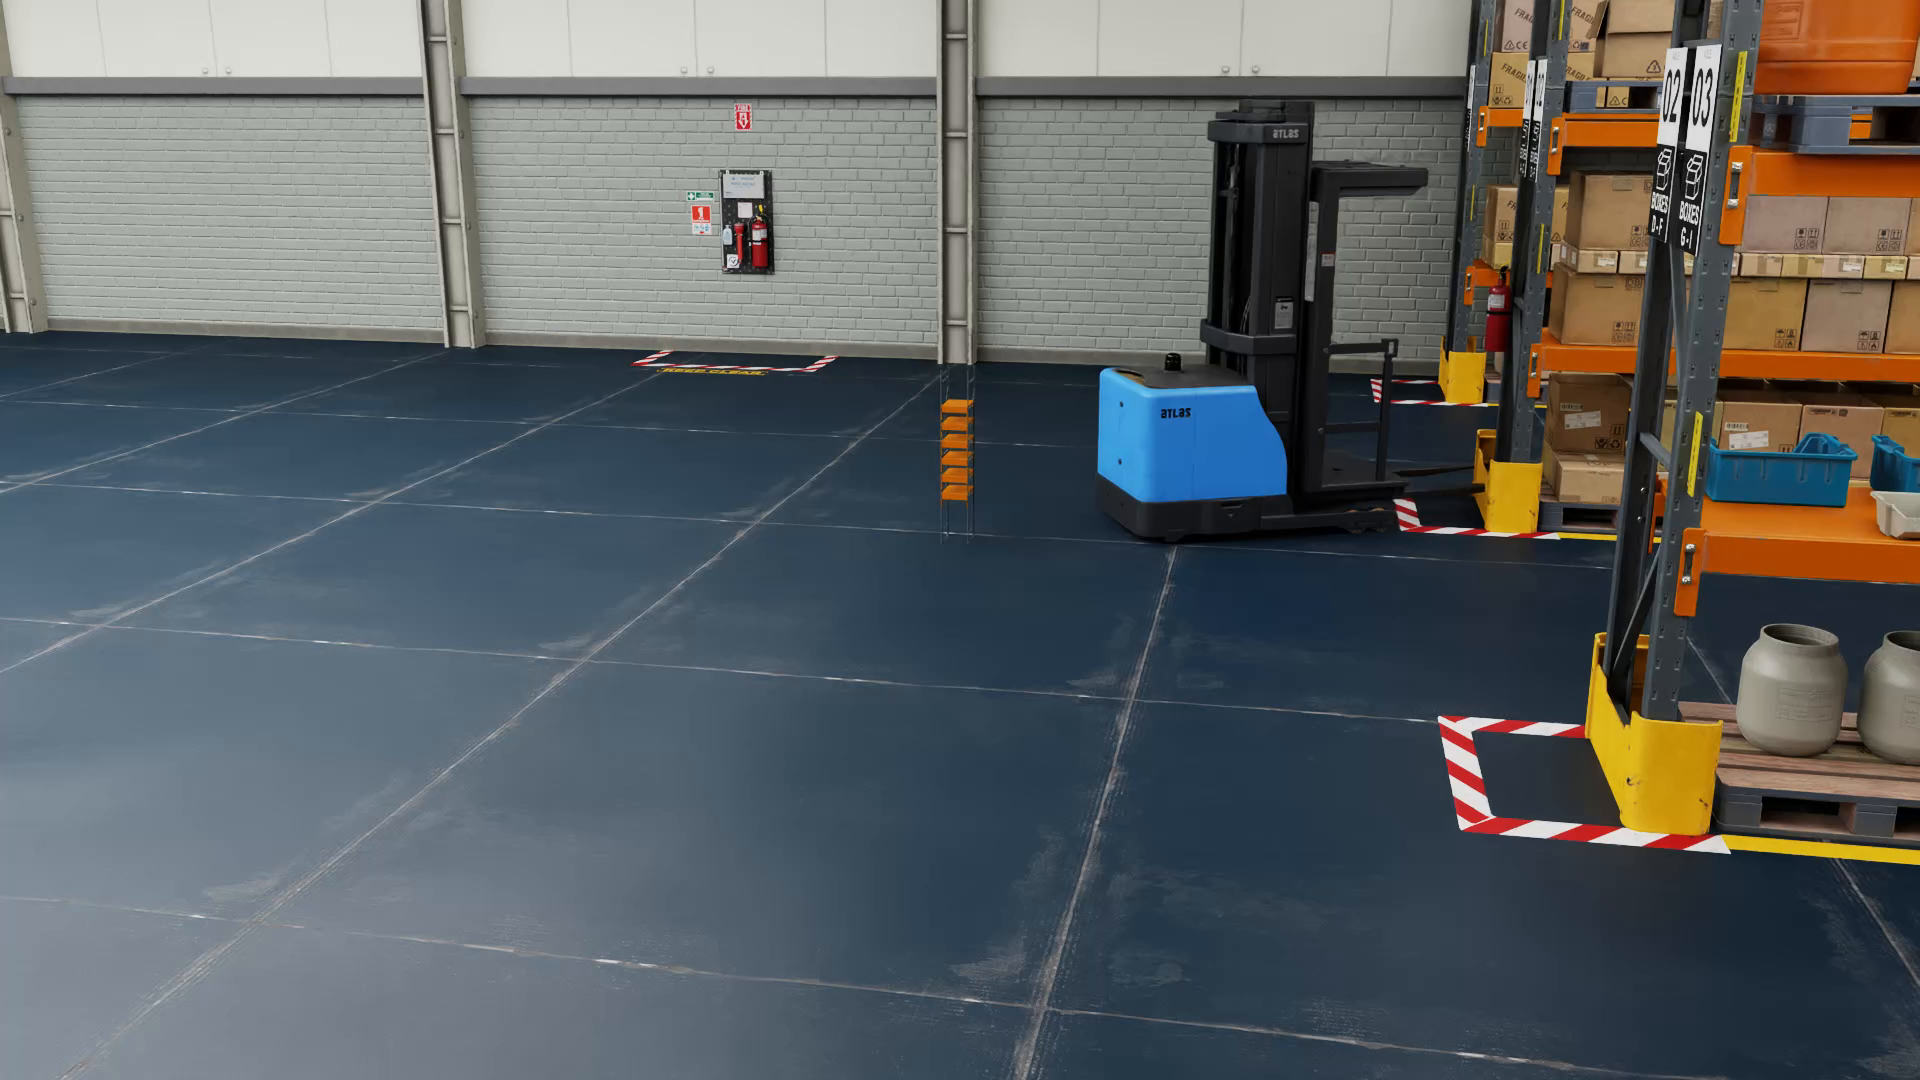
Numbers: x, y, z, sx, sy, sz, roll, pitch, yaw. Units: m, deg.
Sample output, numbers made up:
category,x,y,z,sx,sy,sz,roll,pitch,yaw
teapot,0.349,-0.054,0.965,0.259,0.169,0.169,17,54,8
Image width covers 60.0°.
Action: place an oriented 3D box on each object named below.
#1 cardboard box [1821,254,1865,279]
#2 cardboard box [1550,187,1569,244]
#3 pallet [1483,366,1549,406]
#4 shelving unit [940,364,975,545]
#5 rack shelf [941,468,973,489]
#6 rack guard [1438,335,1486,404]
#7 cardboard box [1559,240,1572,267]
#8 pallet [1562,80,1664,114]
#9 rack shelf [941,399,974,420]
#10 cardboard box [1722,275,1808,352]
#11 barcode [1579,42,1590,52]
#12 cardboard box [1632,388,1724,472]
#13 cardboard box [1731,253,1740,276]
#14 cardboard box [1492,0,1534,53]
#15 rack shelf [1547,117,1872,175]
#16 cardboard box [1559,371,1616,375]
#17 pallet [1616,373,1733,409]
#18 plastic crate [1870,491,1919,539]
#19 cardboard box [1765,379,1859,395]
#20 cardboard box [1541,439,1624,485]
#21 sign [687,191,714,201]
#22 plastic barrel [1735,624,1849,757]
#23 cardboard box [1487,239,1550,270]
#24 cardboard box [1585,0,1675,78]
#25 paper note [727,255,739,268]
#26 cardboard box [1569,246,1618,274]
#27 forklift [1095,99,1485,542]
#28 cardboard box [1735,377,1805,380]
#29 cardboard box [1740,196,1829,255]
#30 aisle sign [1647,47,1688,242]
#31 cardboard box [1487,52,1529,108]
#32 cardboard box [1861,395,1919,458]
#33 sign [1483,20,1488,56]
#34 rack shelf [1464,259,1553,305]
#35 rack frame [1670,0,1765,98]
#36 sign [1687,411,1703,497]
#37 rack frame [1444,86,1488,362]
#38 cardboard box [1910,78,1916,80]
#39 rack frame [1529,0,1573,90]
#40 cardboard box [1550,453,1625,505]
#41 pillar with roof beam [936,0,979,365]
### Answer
category,x,y,z,sx,sy,sz,roll,pitch,yaw
cardboard box,5.860,-1.847,11.138,0.250,0.149,0.380,3,16,12
cardboard box,5.886,-3.107,15.929,0.500,0.500,0.500,3,16,11
pallet,5.859,-1.541,16.660,1.213,0.211,1.003,3,16,11
shelving unit,-0.014,-0.579,11.335,0.189,1.200,0.258,3,16,11
rack shelf,-0.014,-0.421,11.379,0.180,0.103,0.258,3,16,11
rack guard,5.070,-1.733,16.811,0.348,0.500,1.175,3,16,11
cardboard box,4.424,-2.036,11.820,0.250,0.149,0.380,3,16,10
pallet,4.700,-3.004,11.264,1.213,0.211,1.003,3,16,11
rack shelf,-0.014,-0.883,11.250,0.180,0.103,0.258,3,16,11
cardboard box,5.468,-1.611,11.501,0.500,0.500,0.700,3,16,11
barcode,4.404,-3.481,11.733,0.075,0.075,0.001,3,16,11
cardboard box,4.983,-0.771,11.617,0.500,0.500,0.500,3,16,11
cardboard box,5.104,-1.888,11.286,0.250,0.149,0.380,3,16,10
cardboard box,5.325,-4.843,15.639,0.500,0.500,0.500,2,16,7
rack shelf,5.972,-2.638,11.125,4.000,0.370,1.077,3,16,11
cardboard box,6.214,-1.767,16.465,0.500,0.311,0.500,4,16,16
pallet,7.051,-1.476,16.424,1.213,0.211,1.003,3,16,11
plastic crate,3.834,-0.091,6.695,0.250,0.136,0.298,3,16,11
cardboard box,6.069,-0.857,11.926,0.500,0.500,0.500,3,16,11
cardboard box,4.596,-0.571,12.300,0.500,0.250,0.500,3,16,11
sign,-2.959,-3.918,18.956,0.331,0.109,0.001,3,16,11
plastic barrel,3.681,0.662,7.358,0.421,0.512,0.421,0,15,0
cardboard box,5.410,-2.770,16.116,0.500,0.250,0.500,3,16,9
cardboard box,4.574,-3.379,11.210,0.637,0.503,0.797,4,16,15
paper note,-2.600,-3.194,19.054,0.142,0.148,0.016,3,16,11
cardboard box,4.354,-1.929,11.434,0.250,0.149,0.380,3,16,11
forklift,2.562,-1.590,11.742,3.031,2.935,1.130,-4,16,-14
cardboard box,7.890,-1.781,16.160,0.500,0.500,0.500,2,16,7
cardboard box,5.529,-2.235,11.323,0.500,0.500,0.700,3,16,11
aisle sign,3.010,-1.684,7.083,0.004,0.787,0.394,3,16,11
cardboard box,5.273,-4.362,15.775,0.500,0.500,0.500,4,16,13
cardboard box,6.455,-0.694,11.338,0.500,0.500,0.500,3,16,11
sign,4.887,-4.666,15.462,0.005,0.325,0.100,3,16,11
rack shelf,6.955,-2.488,16.204,4.000,0.370,1.077,3,16,11
rack frame,3.021,-3.241,6.335,0.127,3.000,1.000,3,16,11
sign,2.907,-0.340,6.580,0.005,0.325,0.100,3,16,11
rack frame,4.995,-2.941,16.492,0.127,3.000,1.000,3,16,11
cardboard box,8.369,-4.194,15.171,0.500,0.500,0.500,4,16,13
rack frame,4.012,-4.537,11.012,0.127,3.000,1.000,3,16,11
cardboard box,4.493,-0.436,11.811,0.500,0.250,0.500,3,16,11
pillar with roof beam,-0.884,-5.215,13.460,0.400,9.000,9.100,3,16,11
